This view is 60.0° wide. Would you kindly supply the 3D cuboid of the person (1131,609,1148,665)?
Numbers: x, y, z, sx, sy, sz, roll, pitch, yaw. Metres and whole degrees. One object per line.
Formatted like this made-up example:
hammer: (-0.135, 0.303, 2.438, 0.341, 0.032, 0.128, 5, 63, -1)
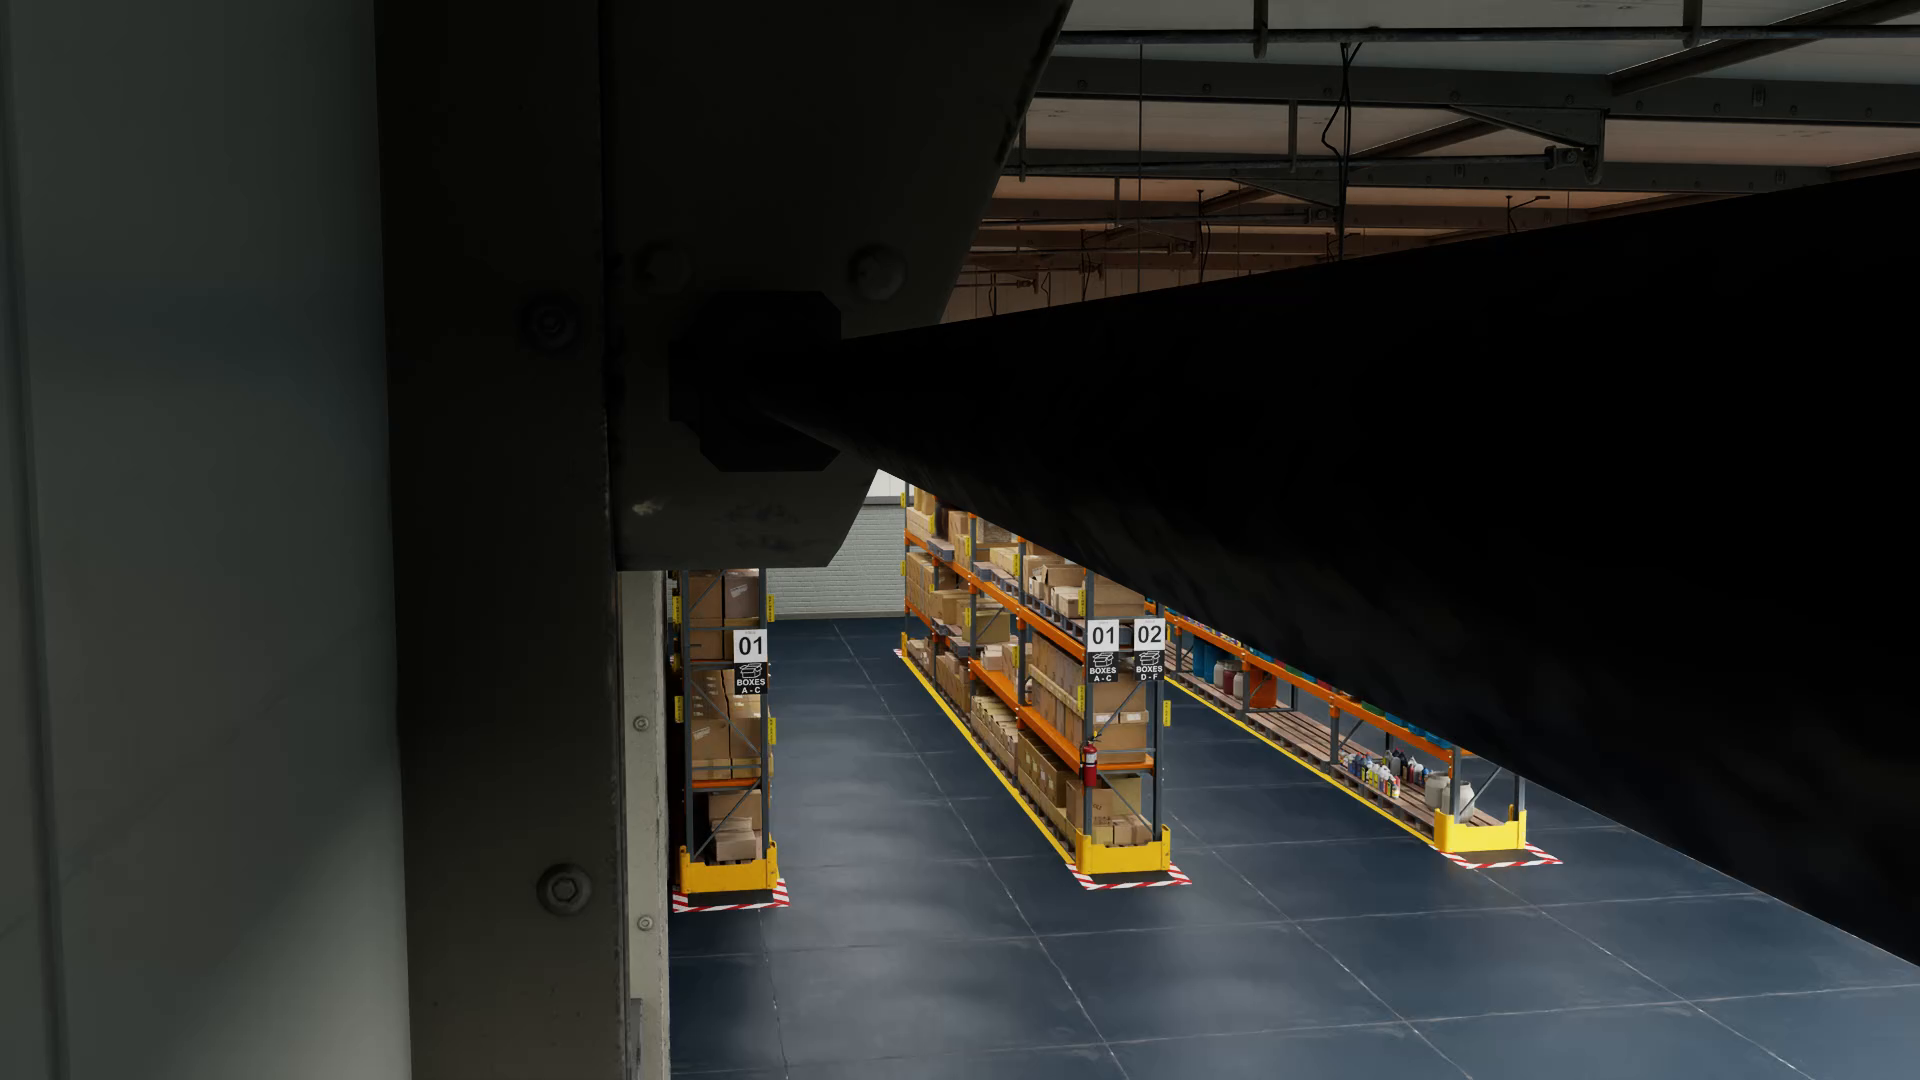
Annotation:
person: (3.493, 2.172, 32.079, 0.590, 1.768, 0.694, 0, 6, -4)
